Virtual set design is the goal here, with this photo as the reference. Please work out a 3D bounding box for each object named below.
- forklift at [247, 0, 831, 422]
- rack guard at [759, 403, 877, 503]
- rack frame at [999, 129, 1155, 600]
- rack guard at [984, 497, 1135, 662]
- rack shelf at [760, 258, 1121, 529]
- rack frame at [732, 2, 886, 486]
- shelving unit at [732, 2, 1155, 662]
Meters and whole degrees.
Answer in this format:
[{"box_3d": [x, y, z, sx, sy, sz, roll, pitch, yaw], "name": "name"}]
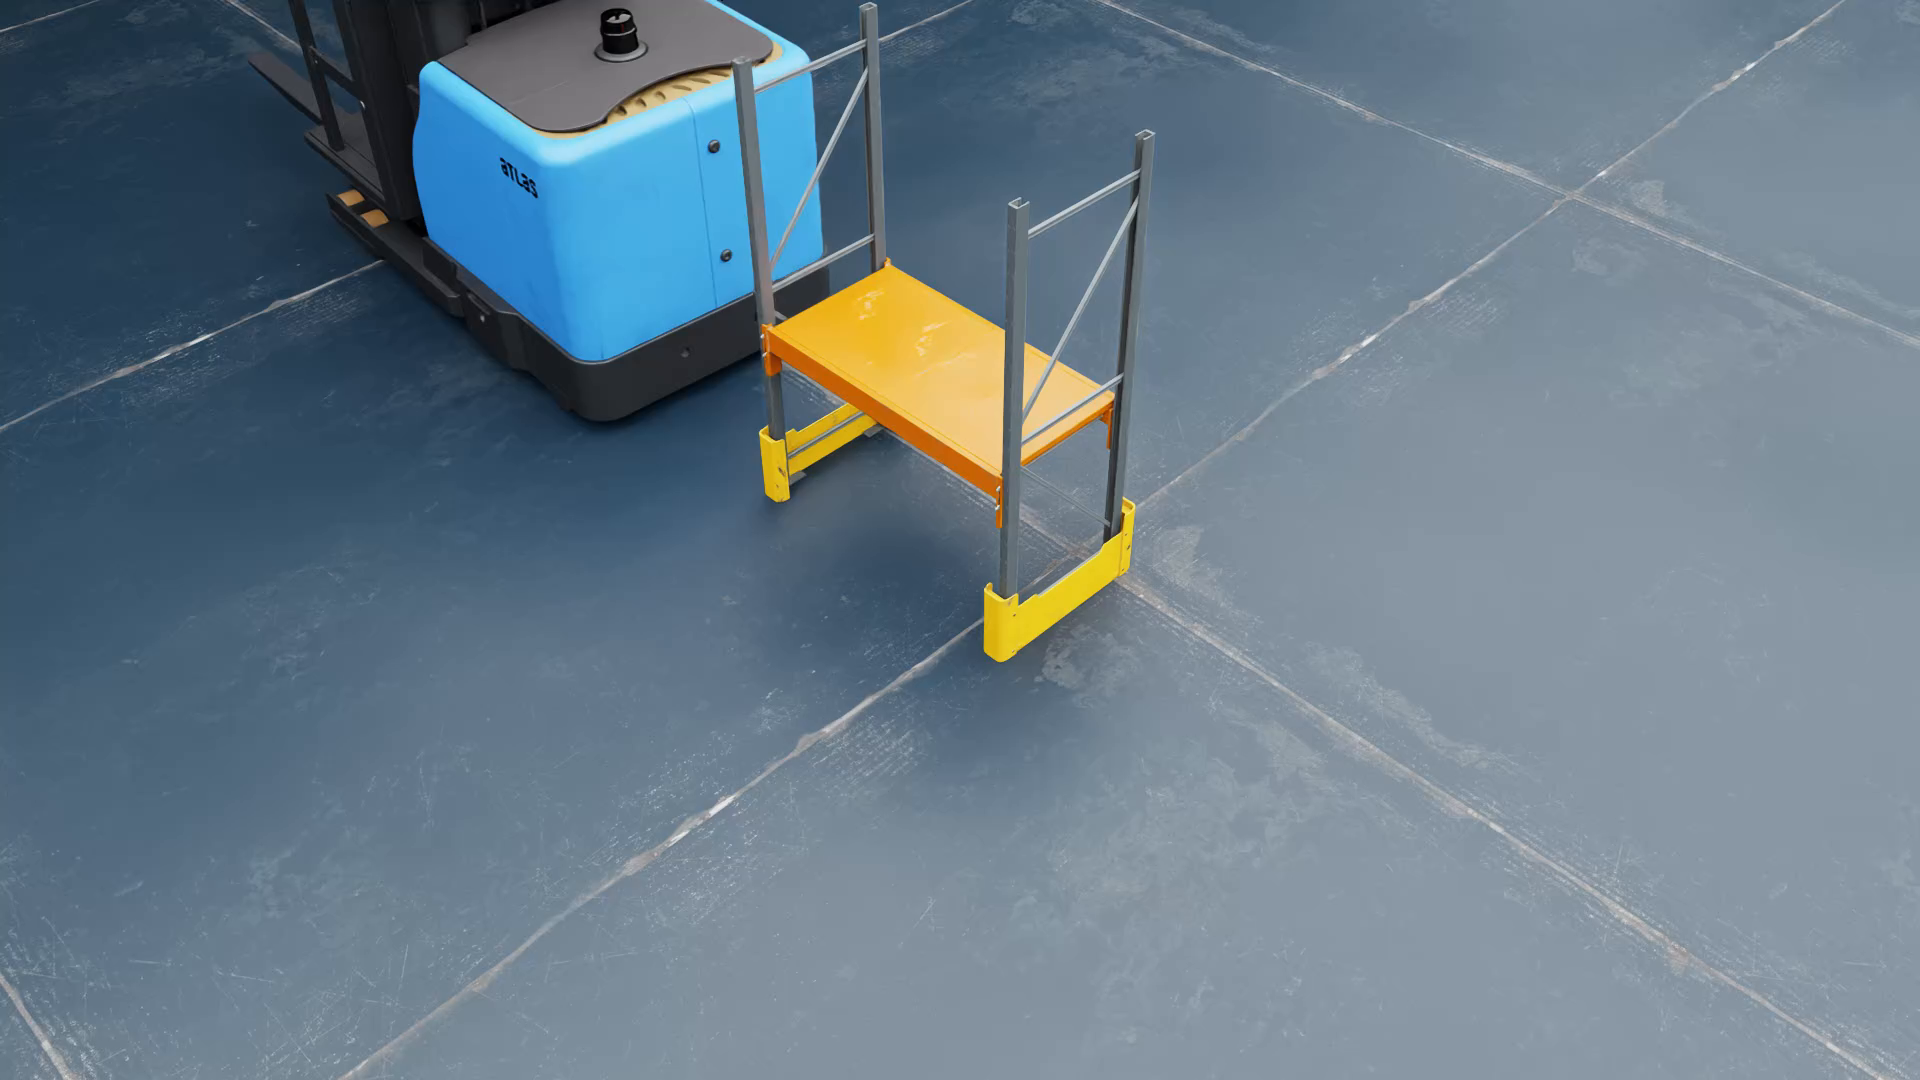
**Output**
[{"box_3d": [-1.825, -2.393, 5.680, 1.130, 2.935, 3.031, -31, 51, -29], "name": "forklift"}, {"box_3d": [-0.406, -0.368, 5.464, 0.587, 0.250, 0.087, -34, 53, -31], "name": "rack guard"}, {"box_3d": [0.299, -0.348, 4.521, 0.500, 1.500, 0.032, -34, 53, -31], "name": "rack frame"}, {"box_3d": [0.298, 0.111, 4.946, 0.587, 0.250, 0.087, -34, 53, -31], "name": "rack guard"}, {"box_3d": [-0.060, -0.460, 4.907, 0.538, 0.185, 1.000, -34, 53, -31], "name": "rack shelf"}, {"box_3d": [-0.419, -0.836, 5.050, 0.500, 1.500, 0.032, -34, 53, -31], "name": "rack frame"}, {"box_3d": [-0.054, -0.587, 4.781, 0.587, 1.500, 1.083, -34, 53, -31], "name": "shelving unit"}]
